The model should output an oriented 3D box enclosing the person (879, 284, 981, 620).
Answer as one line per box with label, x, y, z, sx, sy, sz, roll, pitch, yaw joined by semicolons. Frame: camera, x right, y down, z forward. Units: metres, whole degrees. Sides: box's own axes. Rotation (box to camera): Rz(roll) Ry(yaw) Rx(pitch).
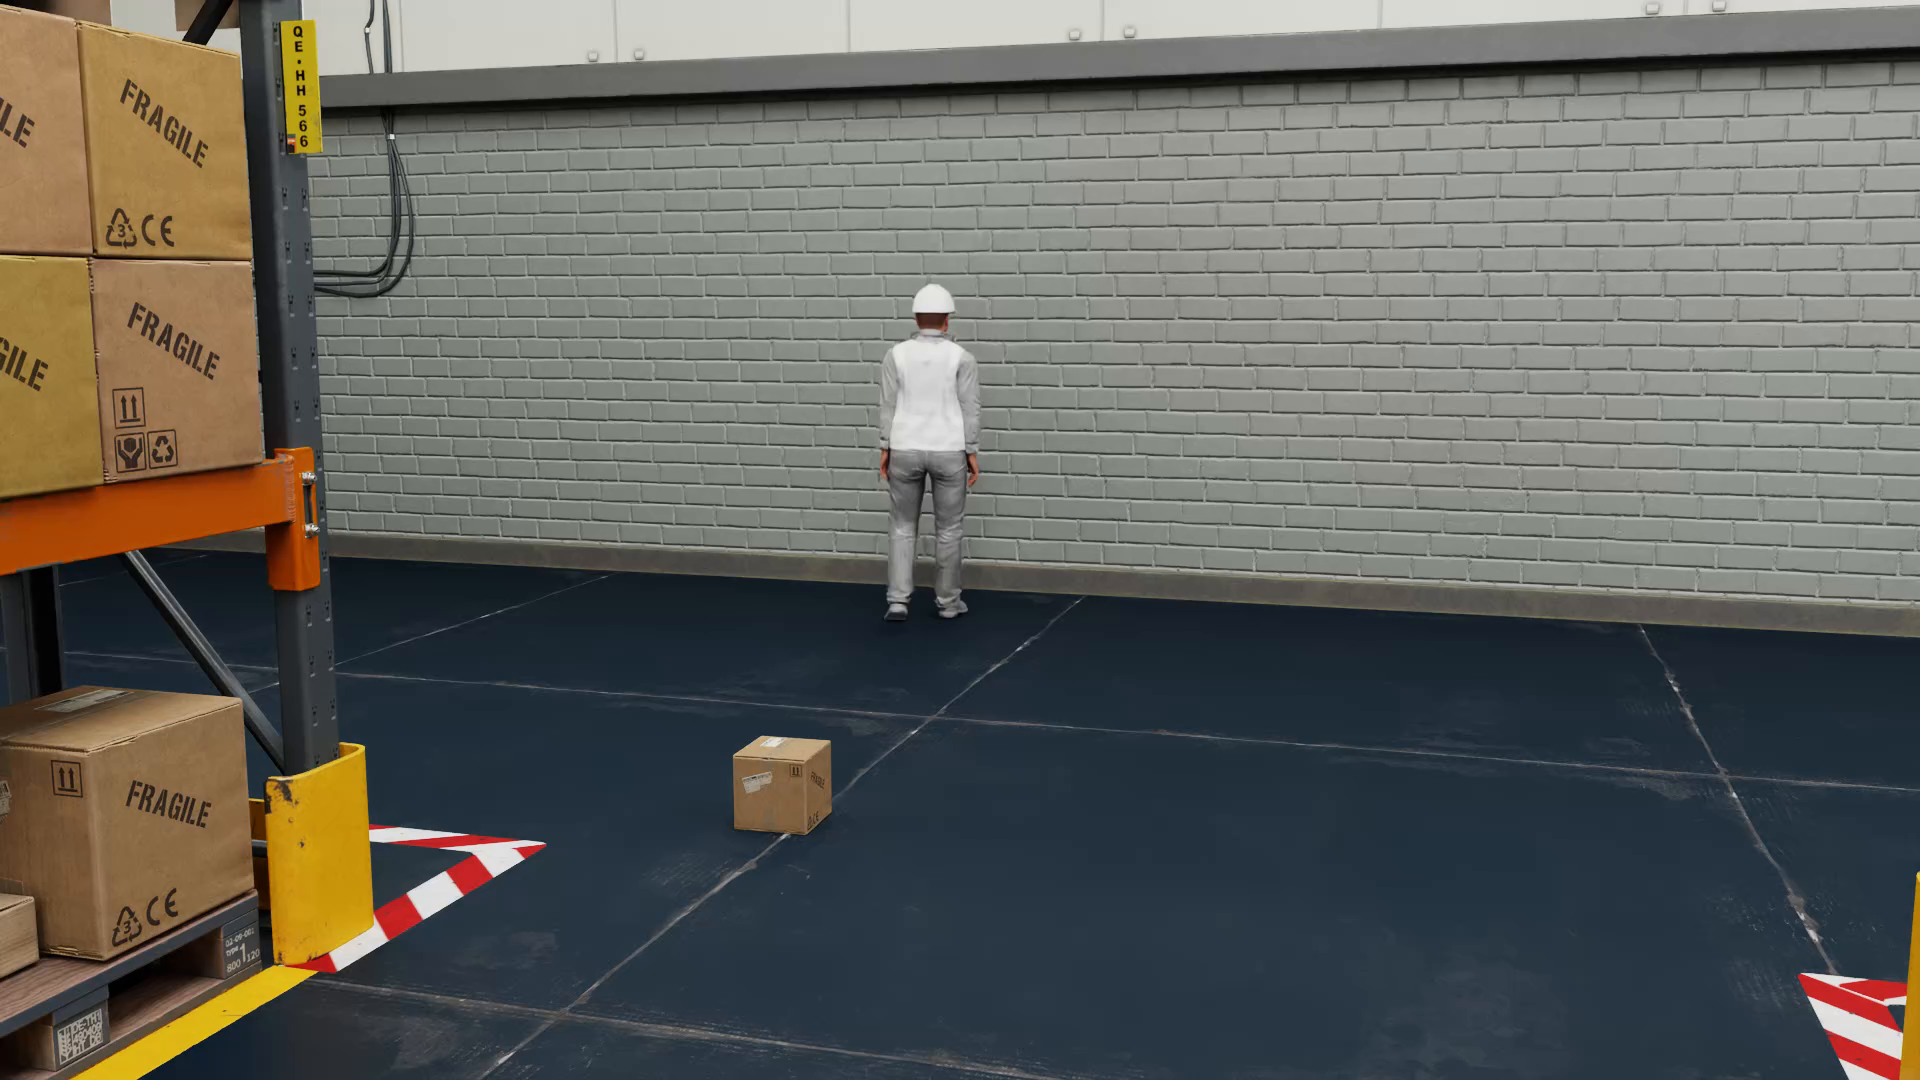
person;-0.150;-0.437;8.879;0.549;1.840;0.460;1;8;6
